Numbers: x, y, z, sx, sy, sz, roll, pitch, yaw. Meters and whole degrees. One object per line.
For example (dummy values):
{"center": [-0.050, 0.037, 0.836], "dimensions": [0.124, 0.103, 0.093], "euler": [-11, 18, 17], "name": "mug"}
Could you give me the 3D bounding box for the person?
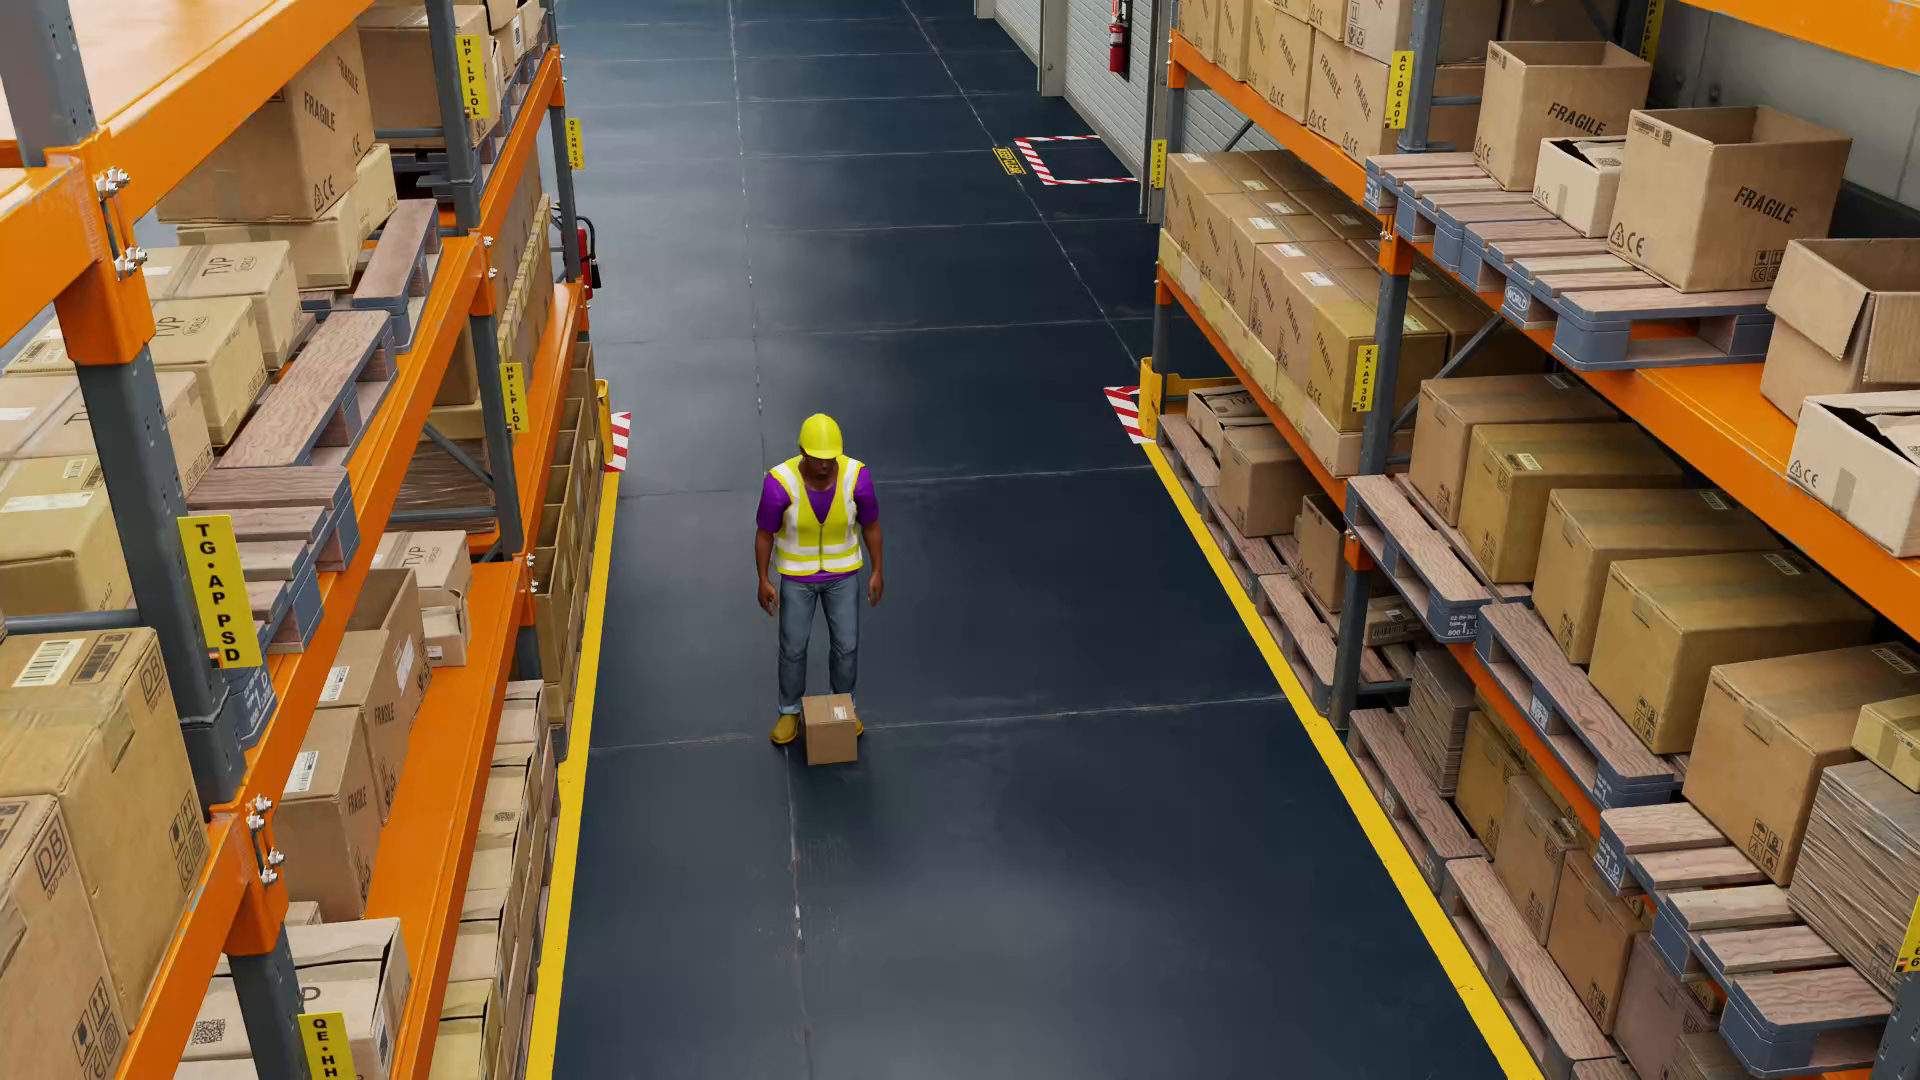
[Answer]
{"center": [-0.691, 0.180, 8.243], "dimensions": [0.635, 1.761, 0.455], "euler": [-5, 27, -10], "name": "person"}
